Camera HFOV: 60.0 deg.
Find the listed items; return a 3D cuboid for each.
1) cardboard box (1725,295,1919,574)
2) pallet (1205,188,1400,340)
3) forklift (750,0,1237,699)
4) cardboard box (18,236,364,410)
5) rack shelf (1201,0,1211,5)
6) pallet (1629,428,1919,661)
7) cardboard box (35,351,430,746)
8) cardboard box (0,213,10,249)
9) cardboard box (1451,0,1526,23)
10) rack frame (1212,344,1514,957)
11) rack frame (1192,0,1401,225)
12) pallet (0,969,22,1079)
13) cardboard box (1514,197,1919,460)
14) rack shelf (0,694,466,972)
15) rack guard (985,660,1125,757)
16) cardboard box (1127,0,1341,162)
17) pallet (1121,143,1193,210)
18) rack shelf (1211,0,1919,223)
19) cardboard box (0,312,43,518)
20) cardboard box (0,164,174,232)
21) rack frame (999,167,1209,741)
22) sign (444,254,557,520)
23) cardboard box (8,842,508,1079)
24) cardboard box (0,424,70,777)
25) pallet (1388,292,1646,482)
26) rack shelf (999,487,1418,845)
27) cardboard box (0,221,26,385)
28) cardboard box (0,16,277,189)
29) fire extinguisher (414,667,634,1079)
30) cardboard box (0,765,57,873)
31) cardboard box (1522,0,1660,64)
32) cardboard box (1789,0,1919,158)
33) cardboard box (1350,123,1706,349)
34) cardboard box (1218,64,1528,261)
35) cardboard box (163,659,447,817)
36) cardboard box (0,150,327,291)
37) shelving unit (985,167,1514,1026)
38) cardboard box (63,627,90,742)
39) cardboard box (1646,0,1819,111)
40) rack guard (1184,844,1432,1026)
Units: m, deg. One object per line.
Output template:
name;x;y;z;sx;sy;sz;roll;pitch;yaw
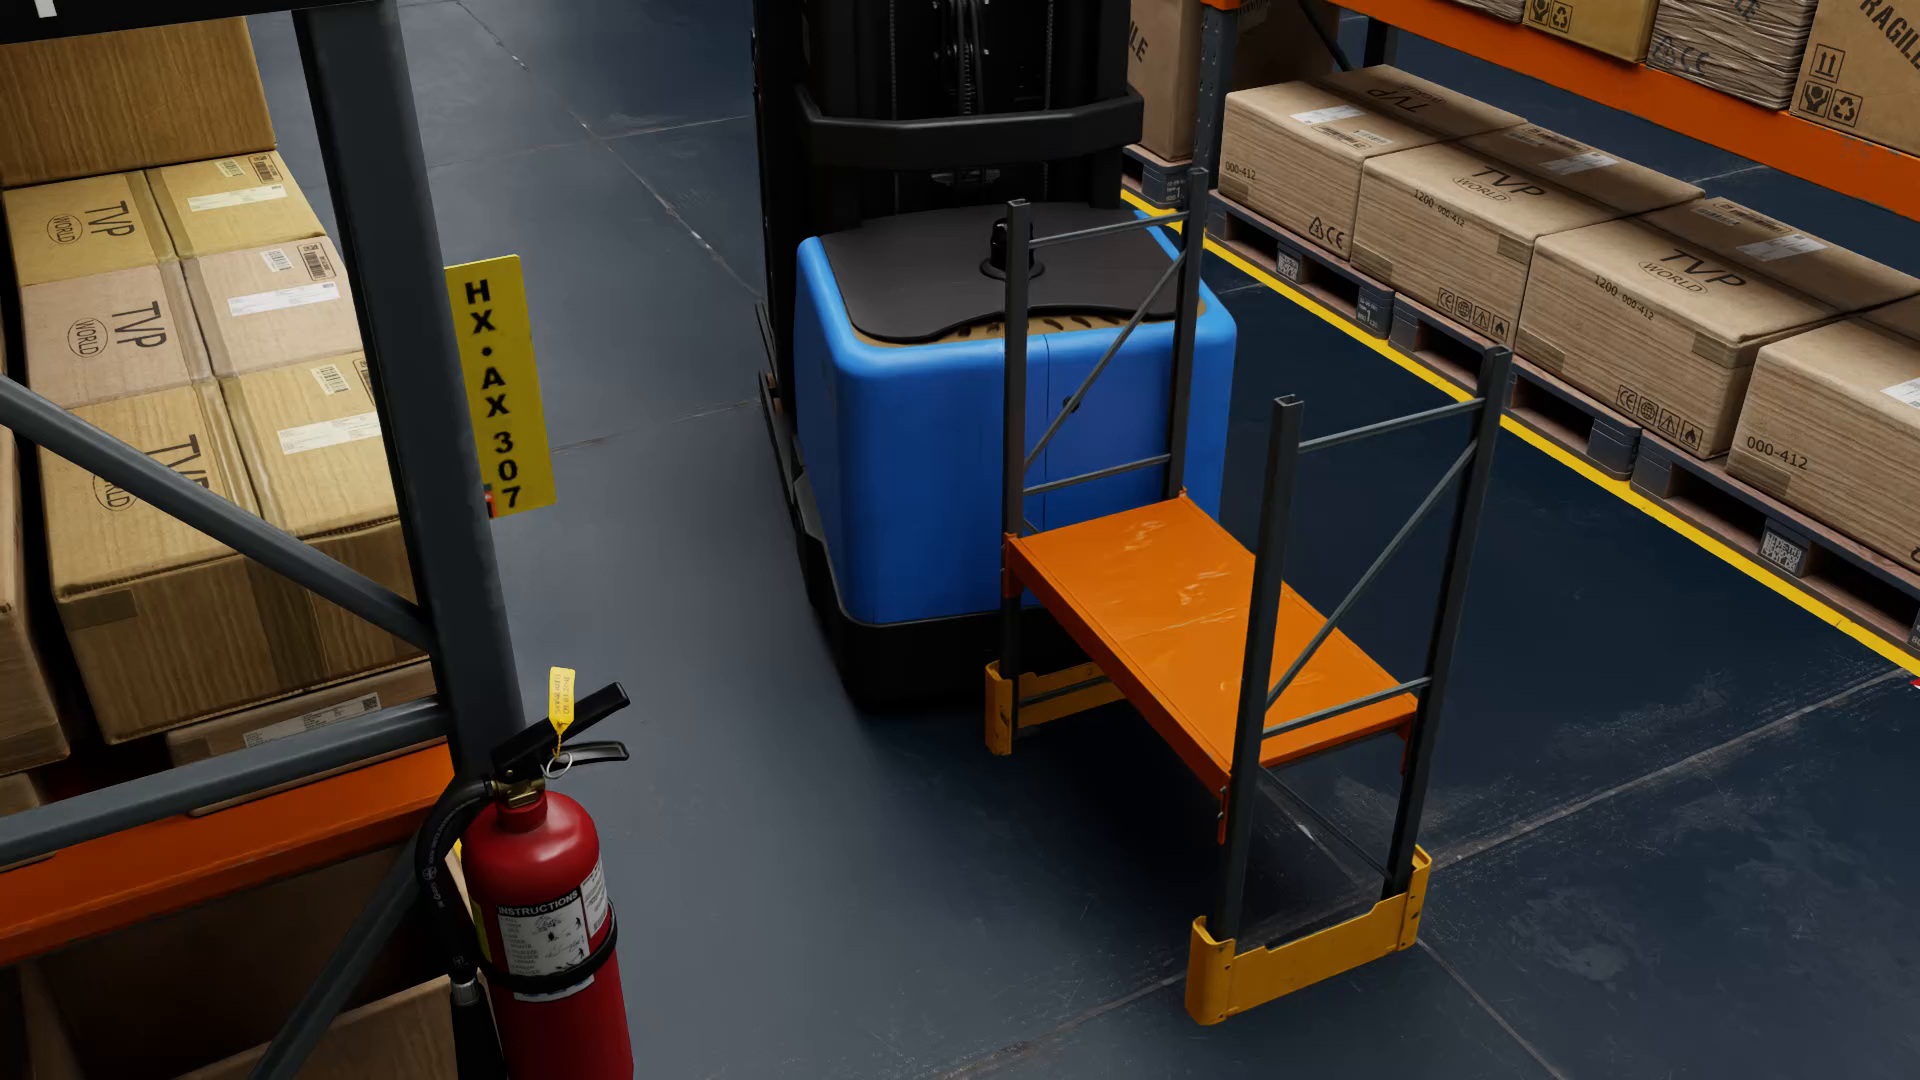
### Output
cardboard box;2.974;-0.308;4.936;0.875;0.438;0.875;-17;36;-25
pallet;1.791;-1.272;7.040;1.003;0.211;1.213;-16;36;-23
forklift;-0.099;-1.594;5.021;1.130;2.935;3.031;-7;33;-10
cardboard box;-1.228;-0.257;2.733;0.500;0.250;0.500;-15;36;-23
rack shelf;0.573;-3.481;8.569;1.077;0.370;4.000;-16;36;-23
pallet;2.928;-0.108;5.223;1.003;0.211;1.213;-16;36;-23
cardboard box;-0.992;-0.016;2.358;0.500;0.250;0.500;-16;36;-23
cardboard box;-2.178;-0.618;3.298;0.500;0.250;0.500;-16;36;-23
cardboard box;1.950;-2.101;5.656;0.500;0.500;0.500;-16;36;-23
rack frame;0.769;0.340;3.329;0.500;1.500;0.032;-14;35;-21
rack frame;1.505;-2.829;6.885;1.000;3.000;0.127;-16;36;-23
pallet;-1.427;1.088;3.356;1.003;0.211;1.213;-16;36;-23
cardboard box;2.540;-0.743;5.614;0.875;0.438;0.875;-15;36;-22
rack shelf;-1.952;-0.321;3.638;1.077;0.370;4.000;-16;36;-23
rack guard;0.342;0.380;4.426;0.587;0.250;0.087;-14;35;-21
cardboard box;1.145;-2.387;7.775;0.875;0.875;0.875;-15;35;-22
pallet;1.079;-2.004;8.183;1.003;0.211;1.213;-16;36;-23
rack shelf;2.438;-1.572;5.589;1.077;0.370;4.000;-16;36;-23
cardboard box;-1.708;-0.131;2.537;0.500;0.250;0.500;-16;36;-23
cardboard box;-1.724;-0.737;3.482;0.500;0.250;0.500;-17;36;-24
rack frame;0.334;-0.156;4.103;0.500;1.500;0.032;-14;35;-21
sign;-0.539;-0.171;1.934;0.100;0.325;0.005;-16;36;-23
cardboard box;-1.221;0.889;3.007;0.797;0.503;0.637;-17;37;-25
cardboard box;-1.468;0.115;2.153;0.500;0.250;0.500;-15;36;-22
pallet;2.363;-0.689;6.130;1.003;0.211;1.213;-16;36;-23
rack shelf;0.551;0.243;3.813;0.538;0.185;1.000;-14;35;-21
cardboard box;-1.935;-0.369;2.908;0.500;0.250;0.500;-15;35;-22
cardboard box;-1.692;-1.048;3.273;0.500;0.500;0.500;-15;36;-22
fire extinguisher;-0.542;0.474;2.147;0.296;0.674;0.183;-16;36;-23
cardboard box;-1.411;0.345;2.163;0.380;0.149;0.250;-16;36;-24
cardboard box;2.190;-1.855;5.273;0.500;0.500;0.500;-15;35;-22
cardboard box;2.690;-1.369;4.514;0.500;0.500;0.500;-17;36;-24
cardboard box;2.121;-1.173;6.287;0.875;0.438;0.875;-17;36;-24
cardboard box;1.703;-1.600;6.953;0.875;0.438;0.875;-16;36;-24
cardboard box;-0.930;0.210;2.374;0.380;0.149;0.250;-16;36;-23
cardboard box;-1.467;-0.498;3.110;0.500;0.250;0.500;-17;36;-24
shelving unit;0.555;0.096;3.709;0.587;1.500;1.083;-14;35;-21
cardboard box;-1.475;0.209;2.377;0.380;0.149;0.250;-15;35;-22
cardboard box;2.442;-1.612;4.893;0.500;0.500;0.500;-15;36;-22
rack guard;0.768;0.865;3.668;0.587;0.250;0.087;-14;35;-21
